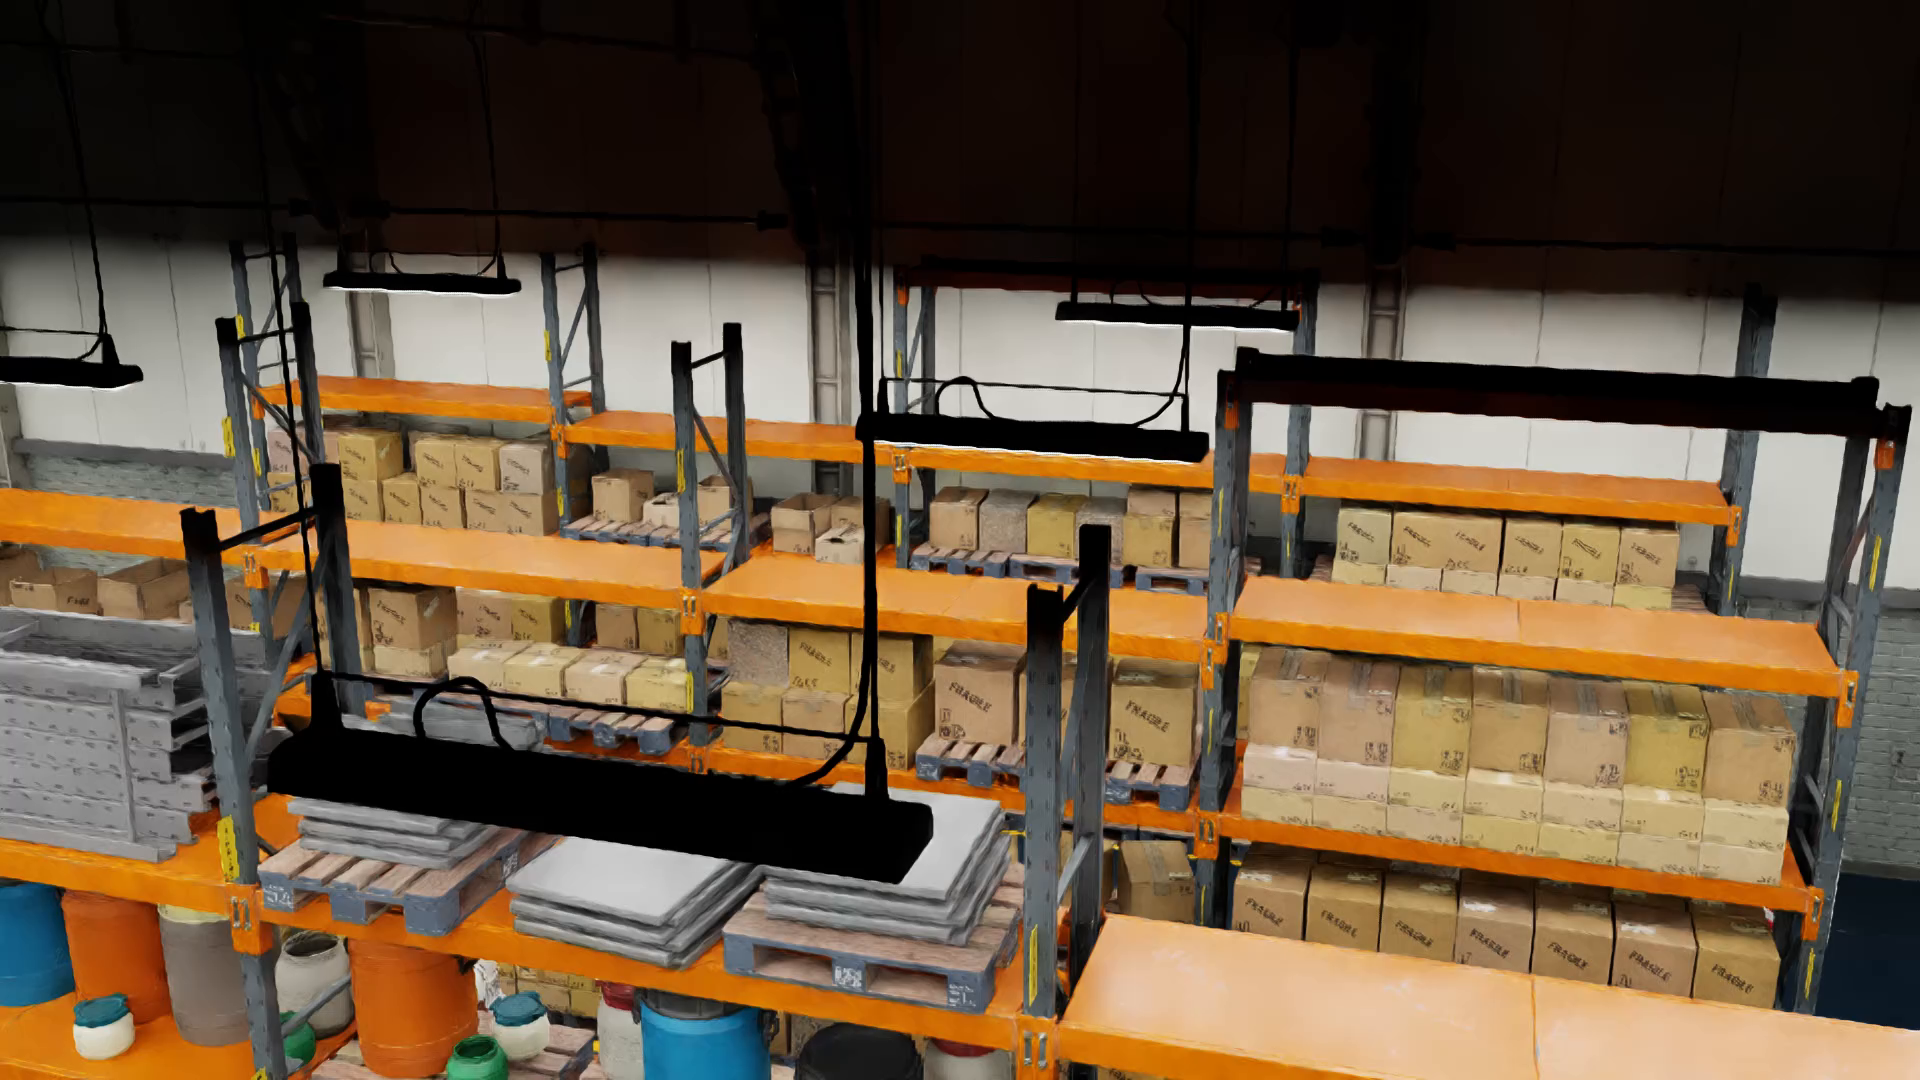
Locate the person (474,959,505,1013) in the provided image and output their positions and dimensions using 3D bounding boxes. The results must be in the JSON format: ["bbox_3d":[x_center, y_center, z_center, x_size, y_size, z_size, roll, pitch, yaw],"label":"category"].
[{"bbox_3d":[-3.716,3.705,12.916,0.996,1.622,0.448,2,16,8],"label":"person"}]

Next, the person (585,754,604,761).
[{"bbox_3d":[-3.505,2.811,16.080,0.527,1.592,0.523,-13,21,-38],"label":"person"}]
